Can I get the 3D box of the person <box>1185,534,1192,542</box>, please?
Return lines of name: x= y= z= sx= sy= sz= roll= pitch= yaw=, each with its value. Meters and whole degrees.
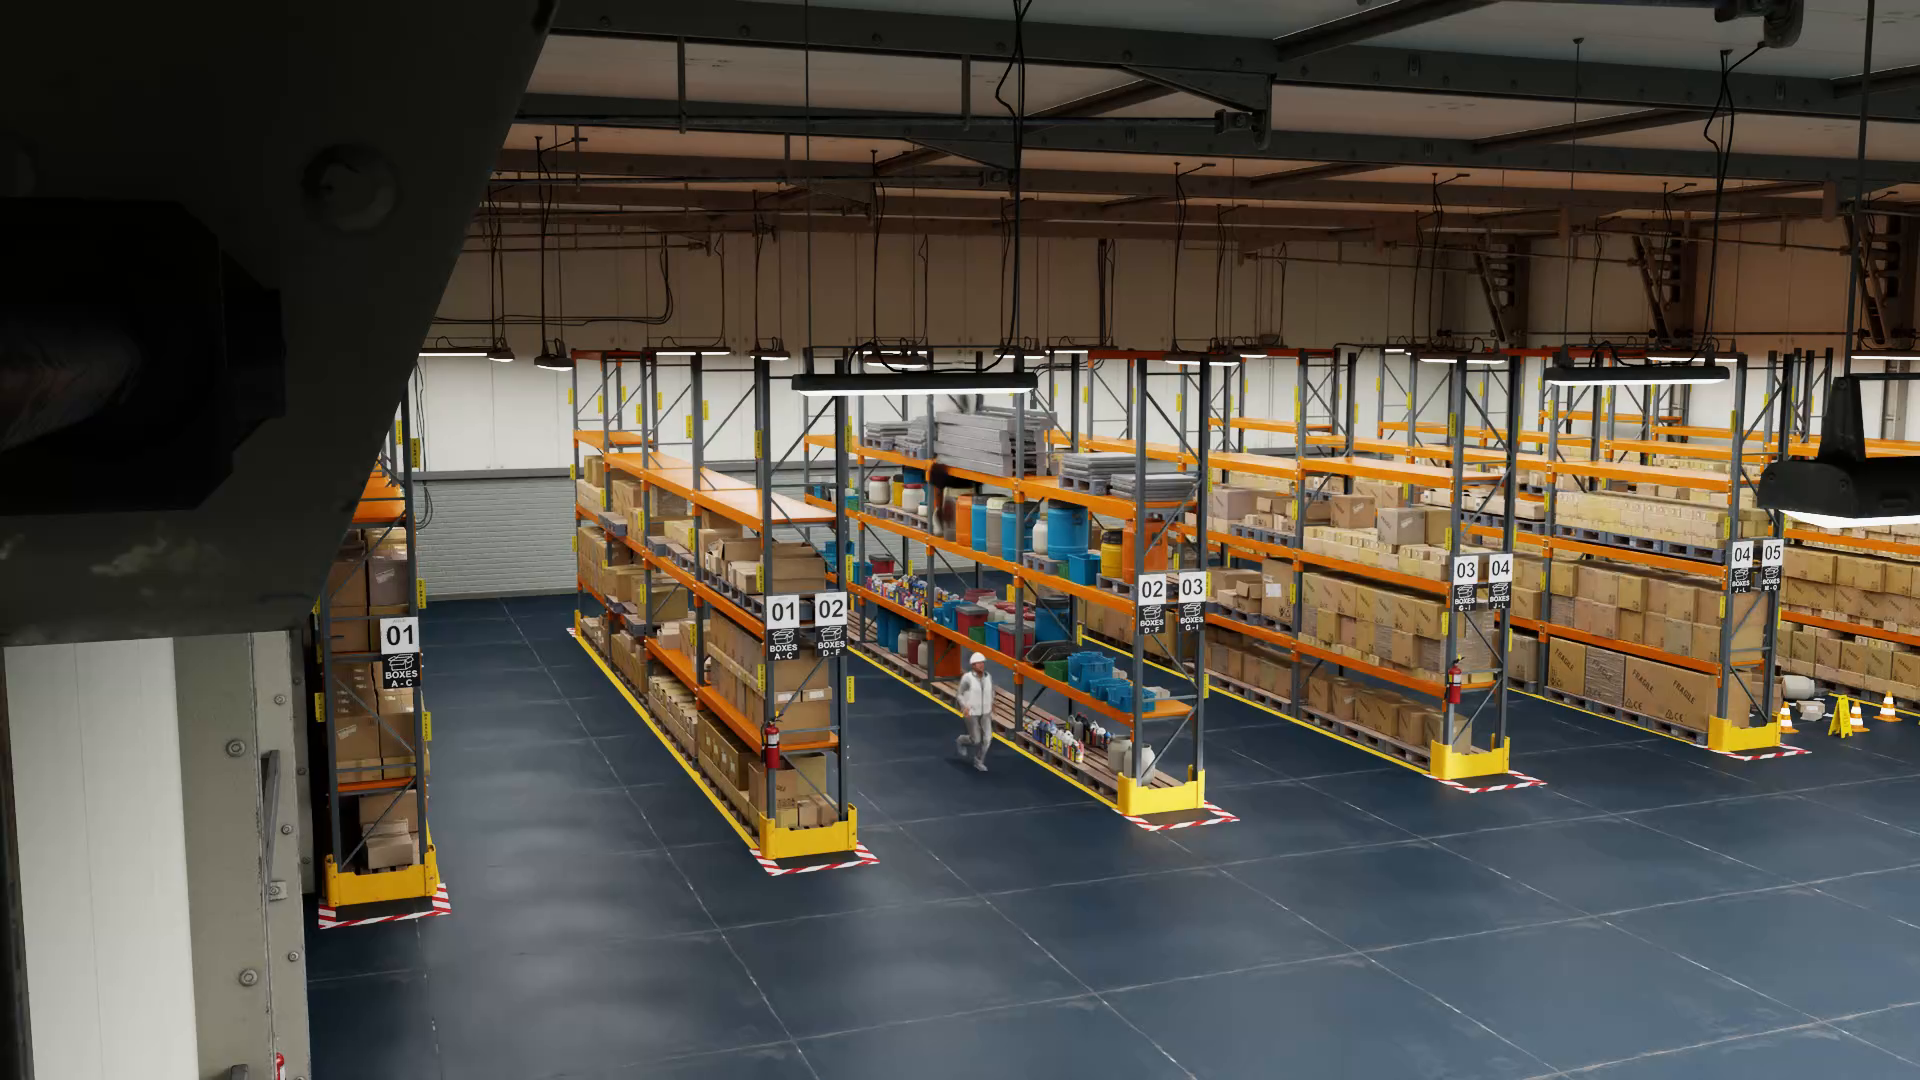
person: x=5.494 y=0.387 z=41.155 sx=0.481 sy=1.573 sz=0.610 roll=-3 pitch=8 yaw=-23

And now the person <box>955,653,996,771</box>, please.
person: x=0.219 y=2.476 z=24.231 sx=0.647 sy=1.727 sz=0.638 roll=-4 pitch=8 yaw=-28

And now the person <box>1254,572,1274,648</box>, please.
person: x=5.933 y=1.444 z=32.402 sx=0.679 sy=1.736 sz=0.619 roll=-4 pitch=8 yaw=-29
